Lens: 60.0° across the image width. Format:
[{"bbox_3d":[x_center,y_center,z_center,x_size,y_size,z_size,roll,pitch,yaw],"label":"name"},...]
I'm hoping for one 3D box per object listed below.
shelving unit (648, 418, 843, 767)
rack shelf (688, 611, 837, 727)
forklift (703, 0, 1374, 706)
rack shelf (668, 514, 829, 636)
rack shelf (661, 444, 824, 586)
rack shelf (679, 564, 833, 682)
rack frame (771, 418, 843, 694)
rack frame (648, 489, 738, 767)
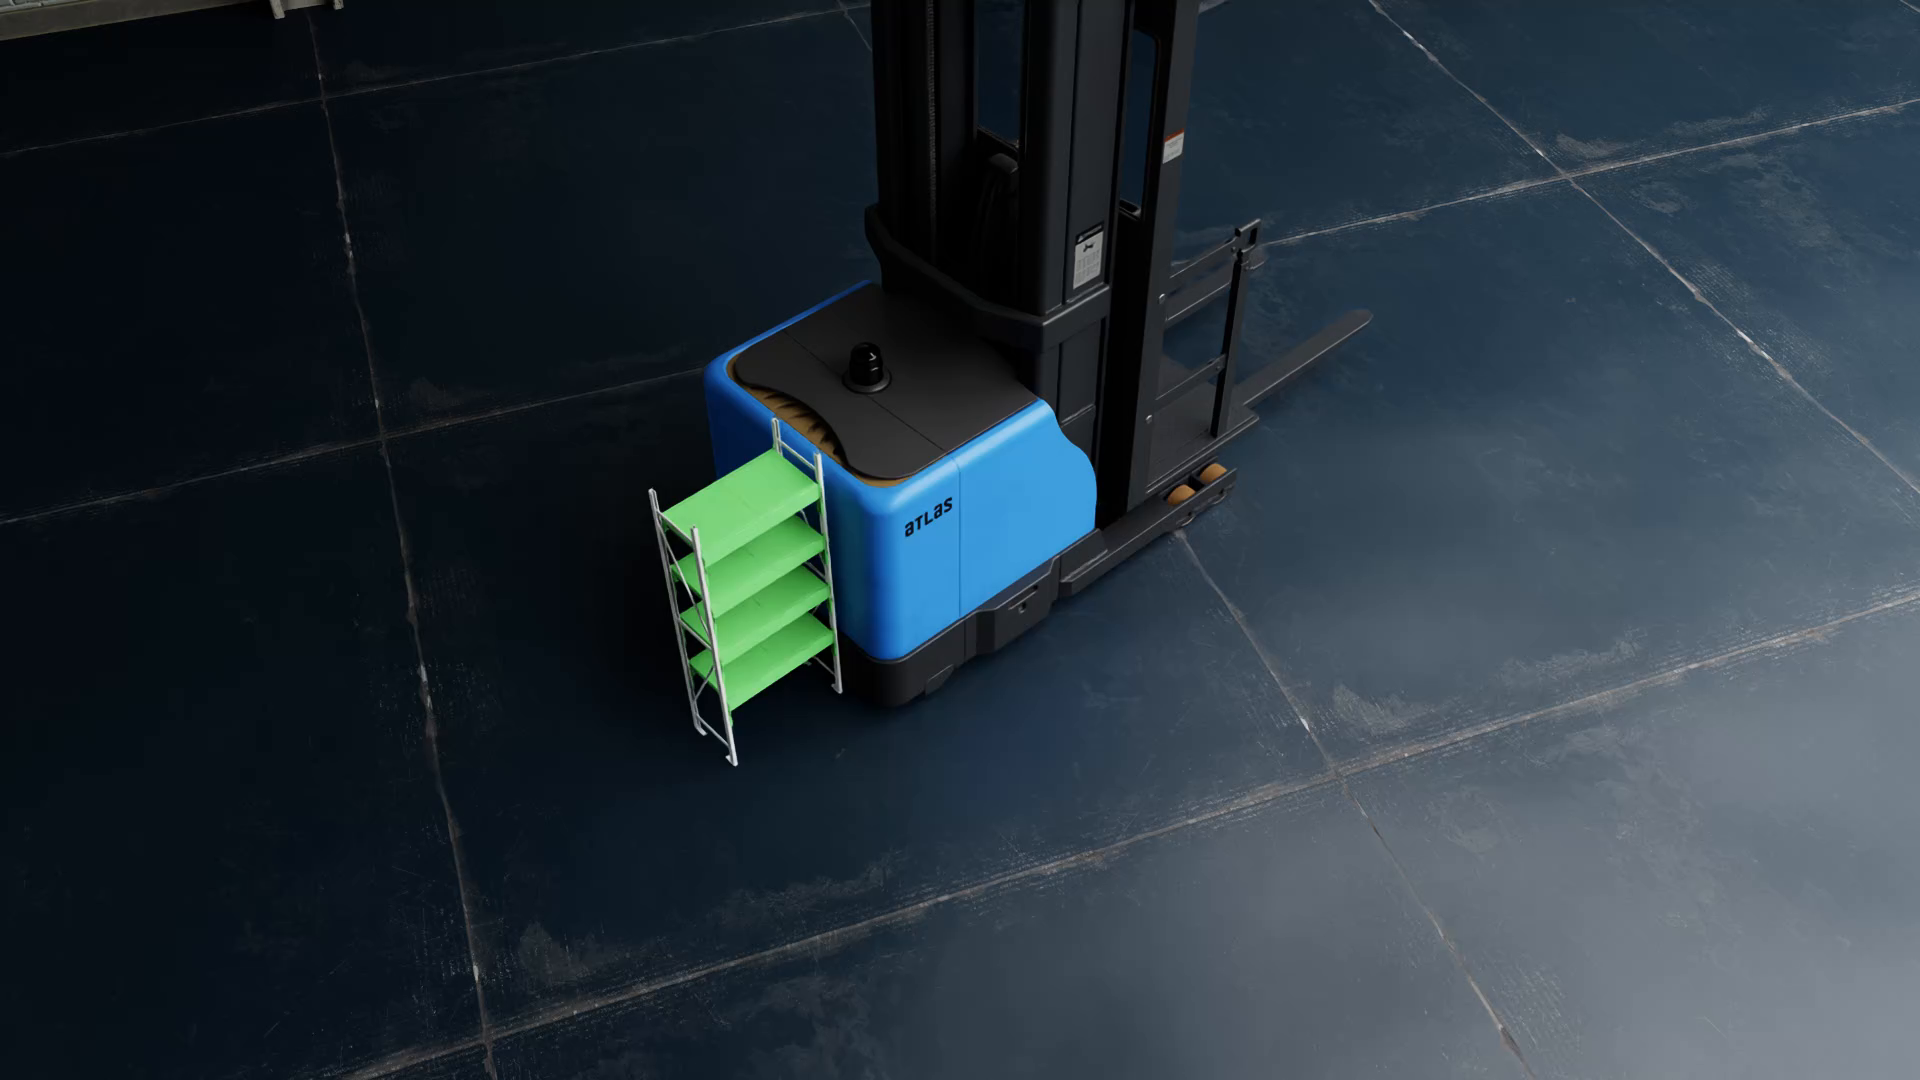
[{"bbox_3d":[-0.706,0.205,5.694,0.503,1.200,0.258,-34,54,-28],"label":"shelving unit"},{"bbox_3d":[-0.704,0.418,5.911,0.480,0.148,0.258,-34,54,-28],"label":"rack shelf"},{"bbox_3d":[0.507,-1.342,6.018,3.031,2.935,1.130,-33,54,-28],"label":"forklift"},{"bbox_3d":[-0.708,0.082,5.569,0.480,0.148,0.258,-34,54,-28],"label":"rack shelf"},{"bbox_3d":[-0.710,-0.086,5.397,0.480,0.148,0.258,-34,54,-28],"label":"rack shelf"},{"bbox_3d":[-0.706,0.250,5.740,0.480,0.148,0.258,-34,54,-28],"label":"rack shelf"},{"bbox_3d":[-0.527,0.086,5.809,0.015,1.200,0.240,-34,54,-28],"label":"rack frame"},{"bbox_3d":[-0.886,0.324,5.580,0.015,1.200,0.240,-34,54,-28],"label":"rack frame"}]
